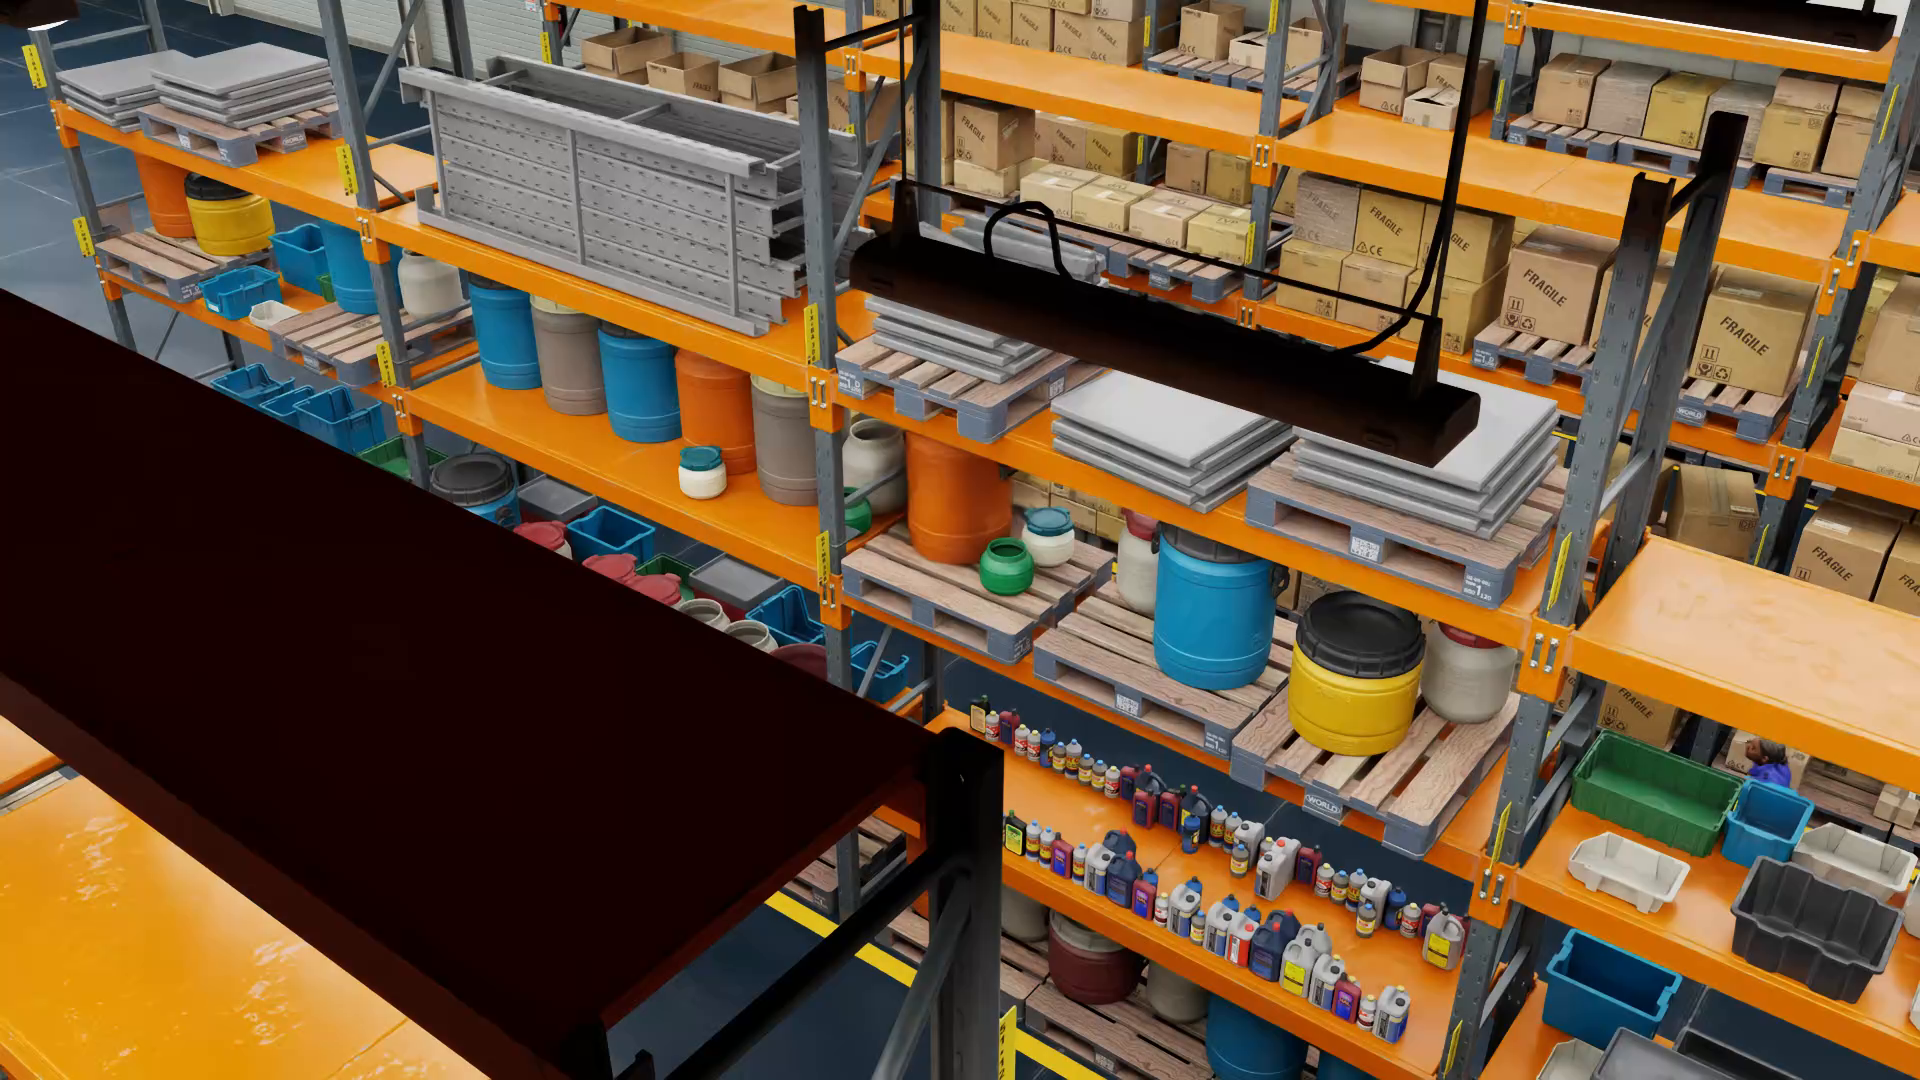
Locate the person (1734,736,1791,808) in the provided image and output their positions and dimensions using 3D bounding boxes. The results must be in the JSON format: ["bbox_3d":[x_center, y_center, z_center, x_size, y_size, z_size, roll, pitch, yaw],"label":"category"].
[{"bbox_3d":[5.141,1.934,10.614,0.563,1.571,0.743,-26,40,-35],"label":"person"}]

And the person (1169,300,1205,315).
[{"bbox_3d":[2.539,-2.738,18.097,0.589,1.713,0.477,-21,37,-31],"label":"person"}]
